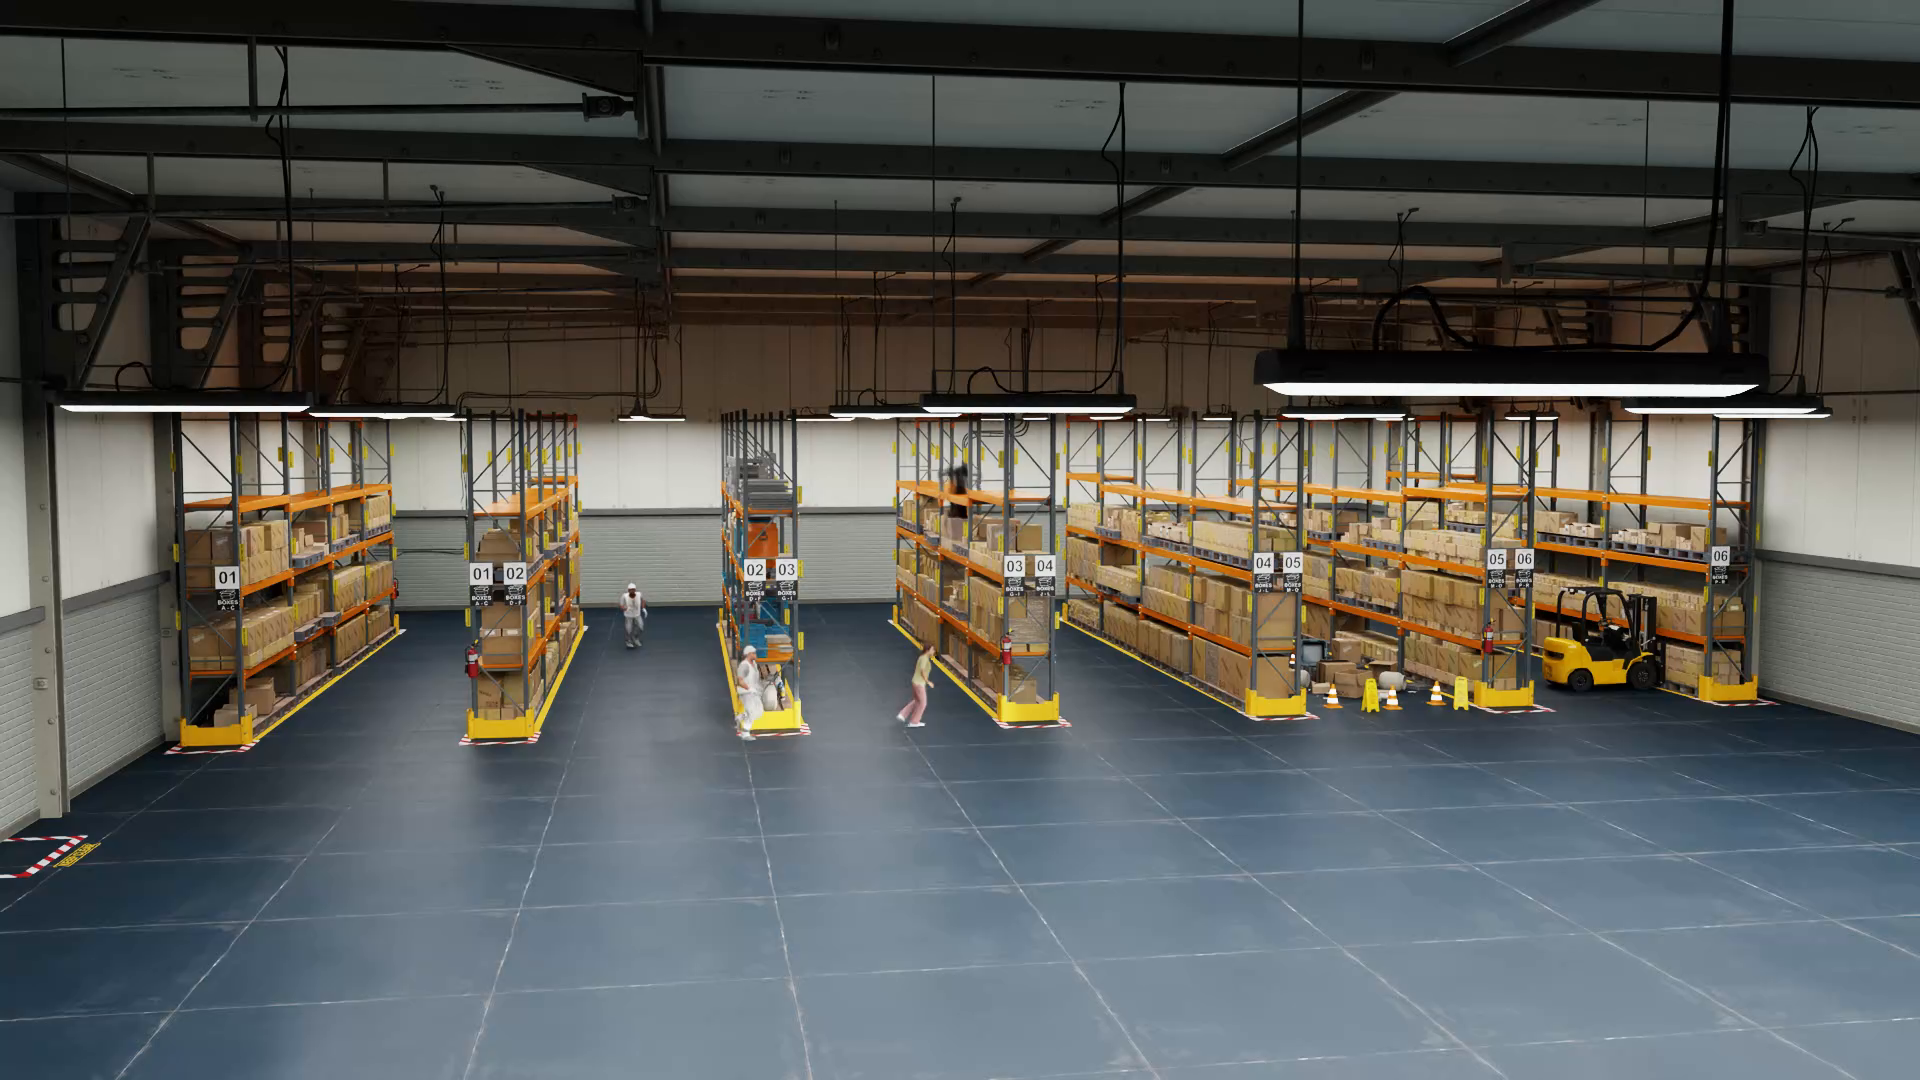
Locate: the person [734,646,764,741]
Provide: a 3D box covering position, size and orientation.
[{"bbox_3d":[-3.830,2.763,30.071,0.635,1.725,0.656,1,4,18],"label":"person"}]

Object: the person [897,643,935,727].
[{"bbox_3d":[-0.831,2.733,31.412,0.701,1.596,0.565,0,4,-7],"label":"person"}]

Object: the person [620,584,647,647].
[{"bbox_3d":[-8.312,1.930,42.346,0.718,1.671,0.878,-2,4,-22],"label":"person"}]

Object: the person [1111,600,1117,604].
[{"bbox_3d":[4.493,1.272,51.059,0.681,1.845,0.856,4,5,43],"label":"person"}]
